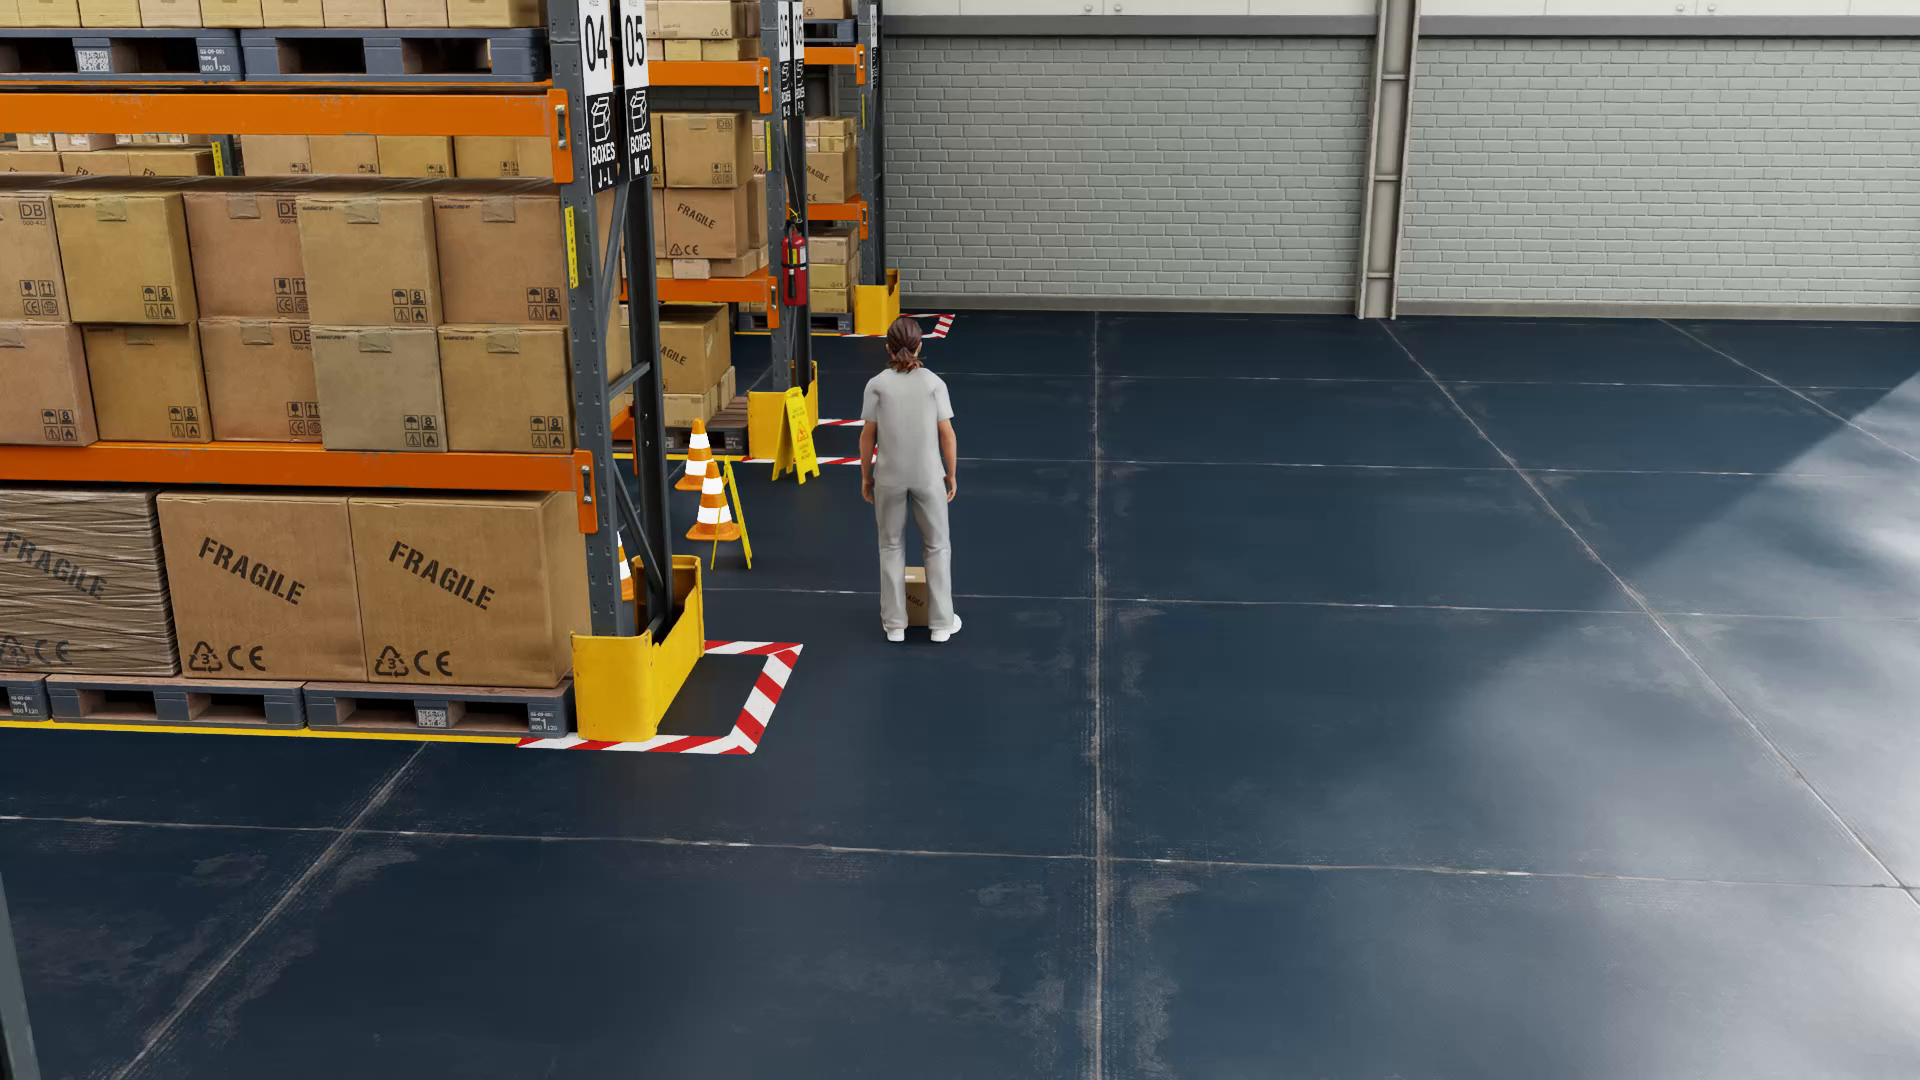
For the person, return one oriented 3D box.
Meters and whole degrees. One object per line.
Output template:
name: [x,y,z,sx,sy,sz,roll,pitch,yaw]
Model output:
person: [-0.252,-0.299,8.498,0.514,1.671,0.357,0,18,1]
